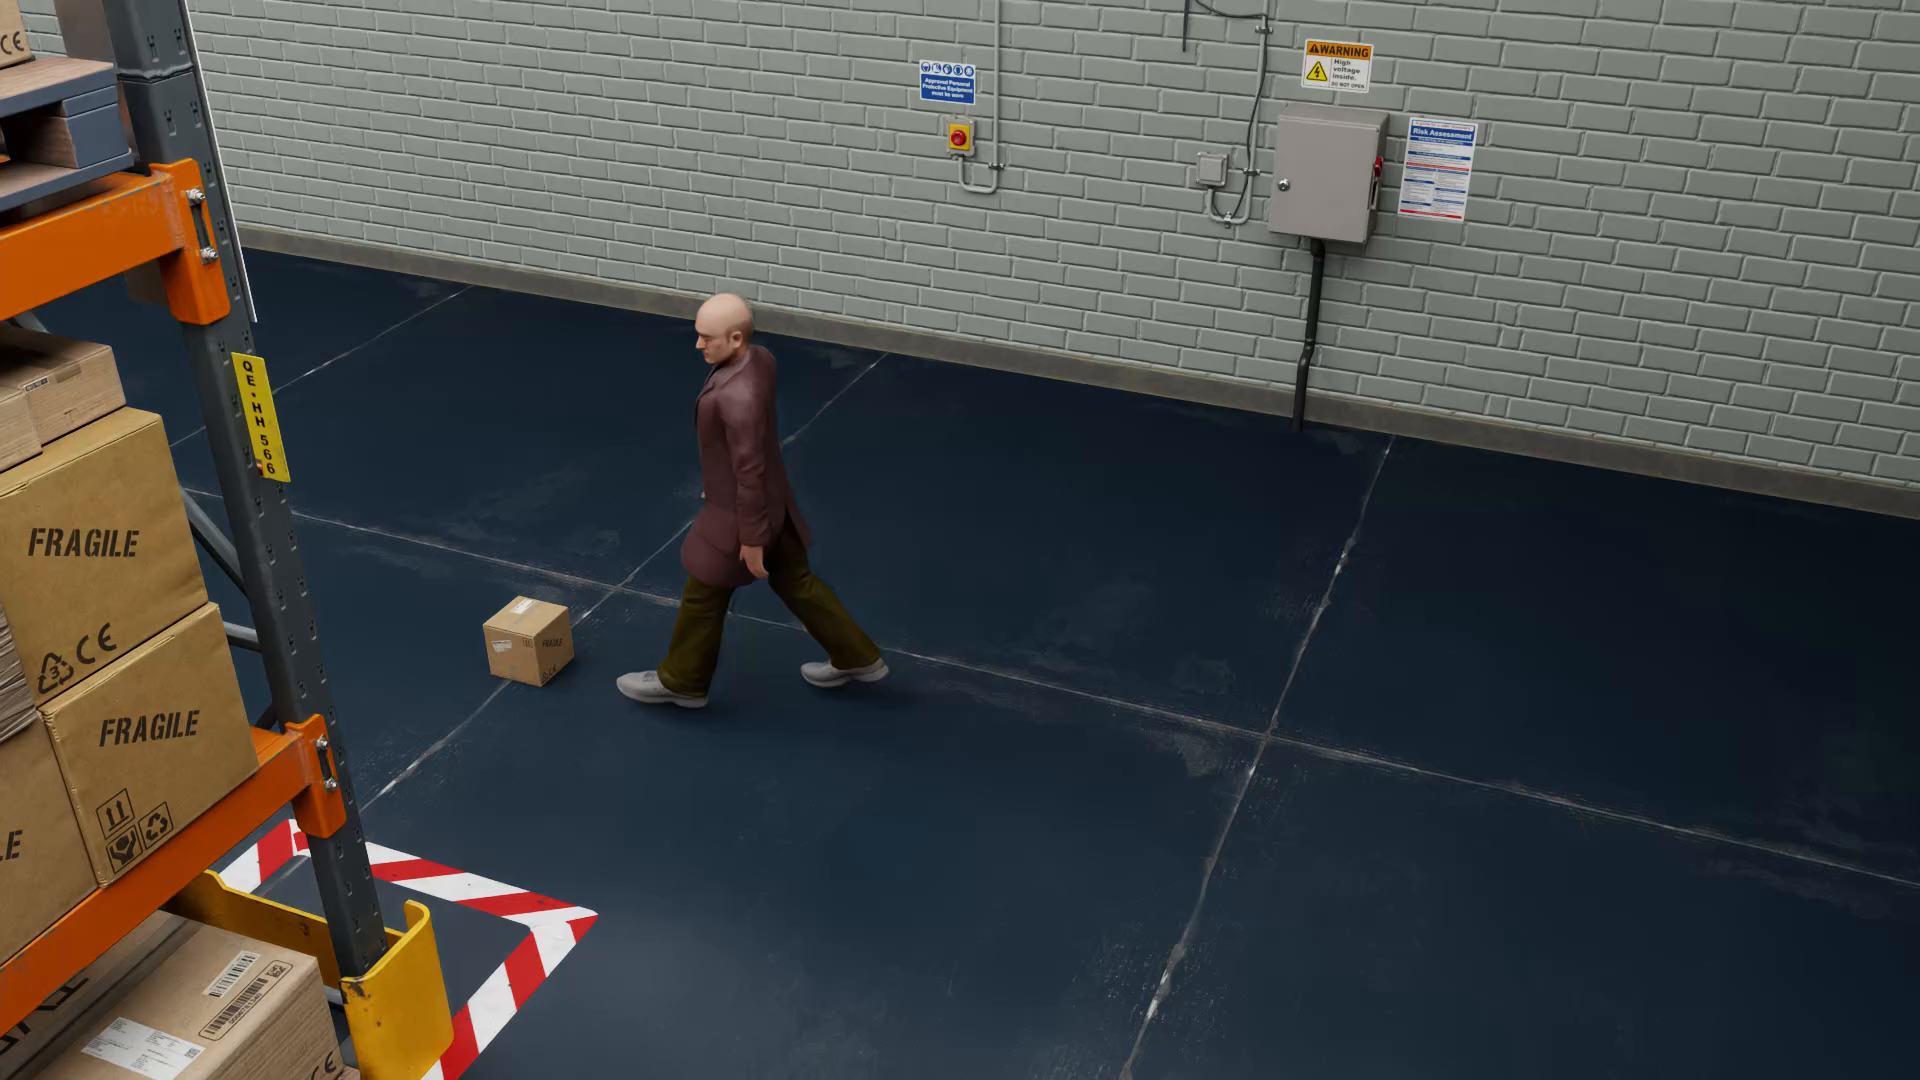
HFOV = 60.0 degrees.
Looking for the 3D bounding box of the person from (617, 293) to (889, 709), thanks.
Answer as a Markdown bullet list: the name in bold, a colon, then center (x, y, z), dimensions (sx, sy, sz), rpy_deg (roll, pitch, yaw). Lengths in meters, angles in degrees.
- **person**: center (-0.833, -0.123, 6.373), dimensions (1.081, 1.742, 0.601), rpy_deg (3, 29, 6)
